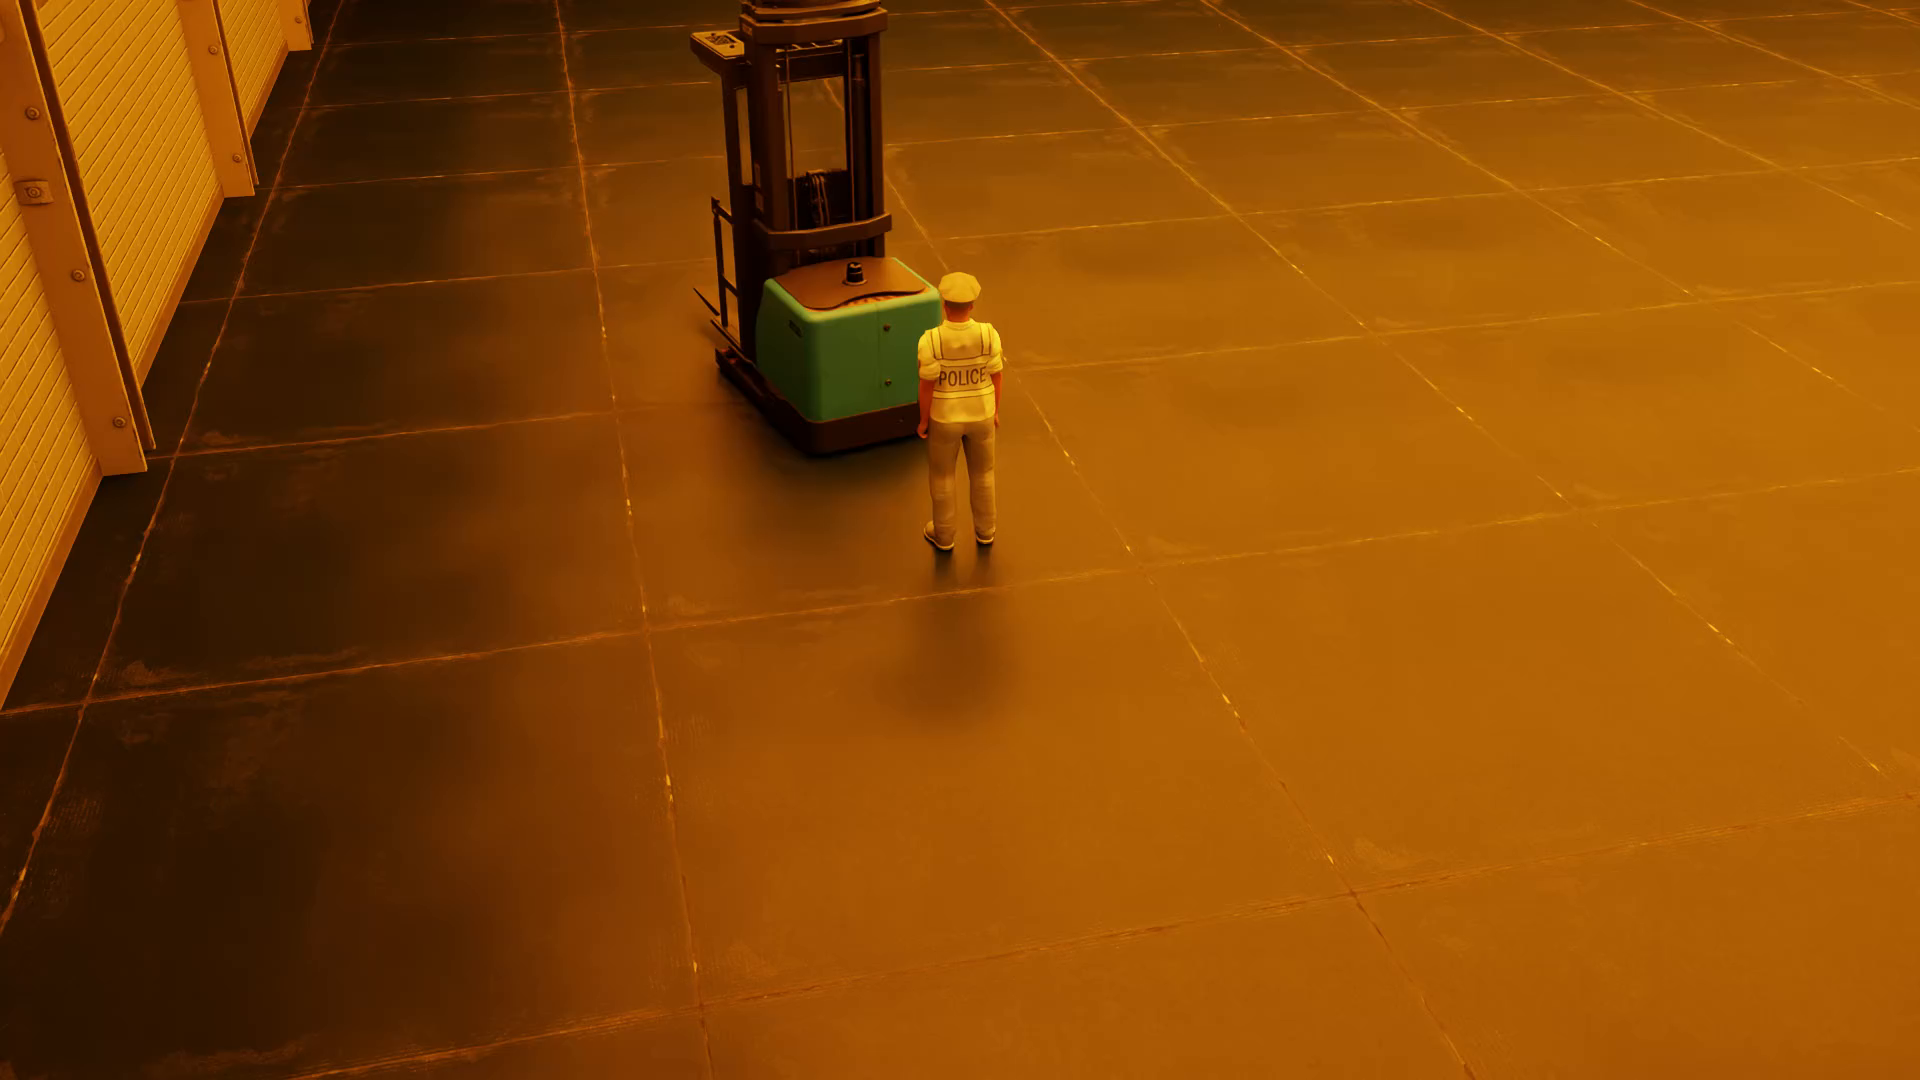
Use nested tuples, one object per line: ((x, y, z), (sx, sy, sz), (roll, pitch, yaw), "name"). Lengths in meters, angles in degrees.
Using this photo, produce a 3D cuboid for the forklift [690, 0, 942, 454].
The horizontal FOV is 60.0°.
((-1.217, -2.571, 12.016), (1.130, 2.935, 3.031), (-14, 33, -23), "forklift")
